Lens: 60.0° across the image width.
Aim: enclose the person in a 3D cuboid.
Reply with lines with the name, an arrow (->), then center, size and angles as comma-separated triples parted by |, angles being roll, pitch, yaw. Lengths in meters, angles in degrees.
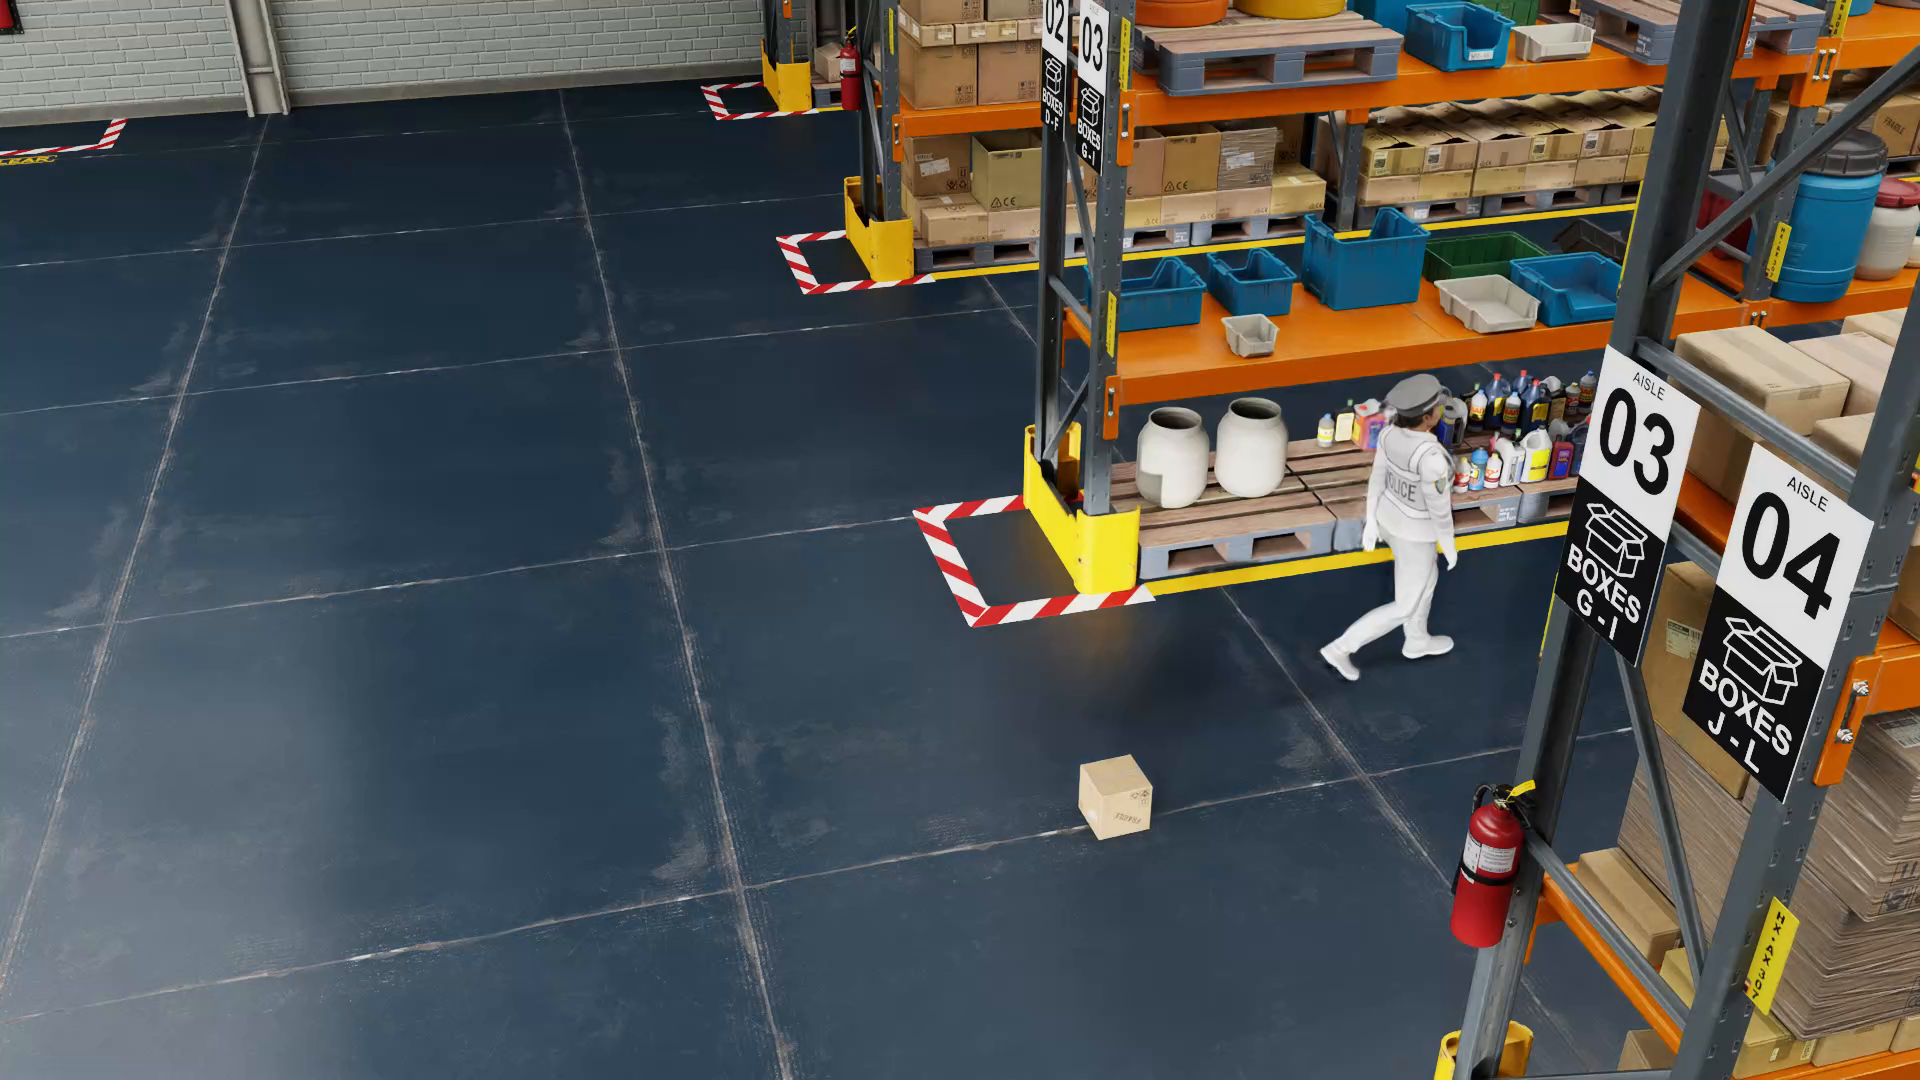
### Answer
person -> 2.213, -0.049, 8.272 | 0.874, 1.641, 0.486 | -9, 32, -15
